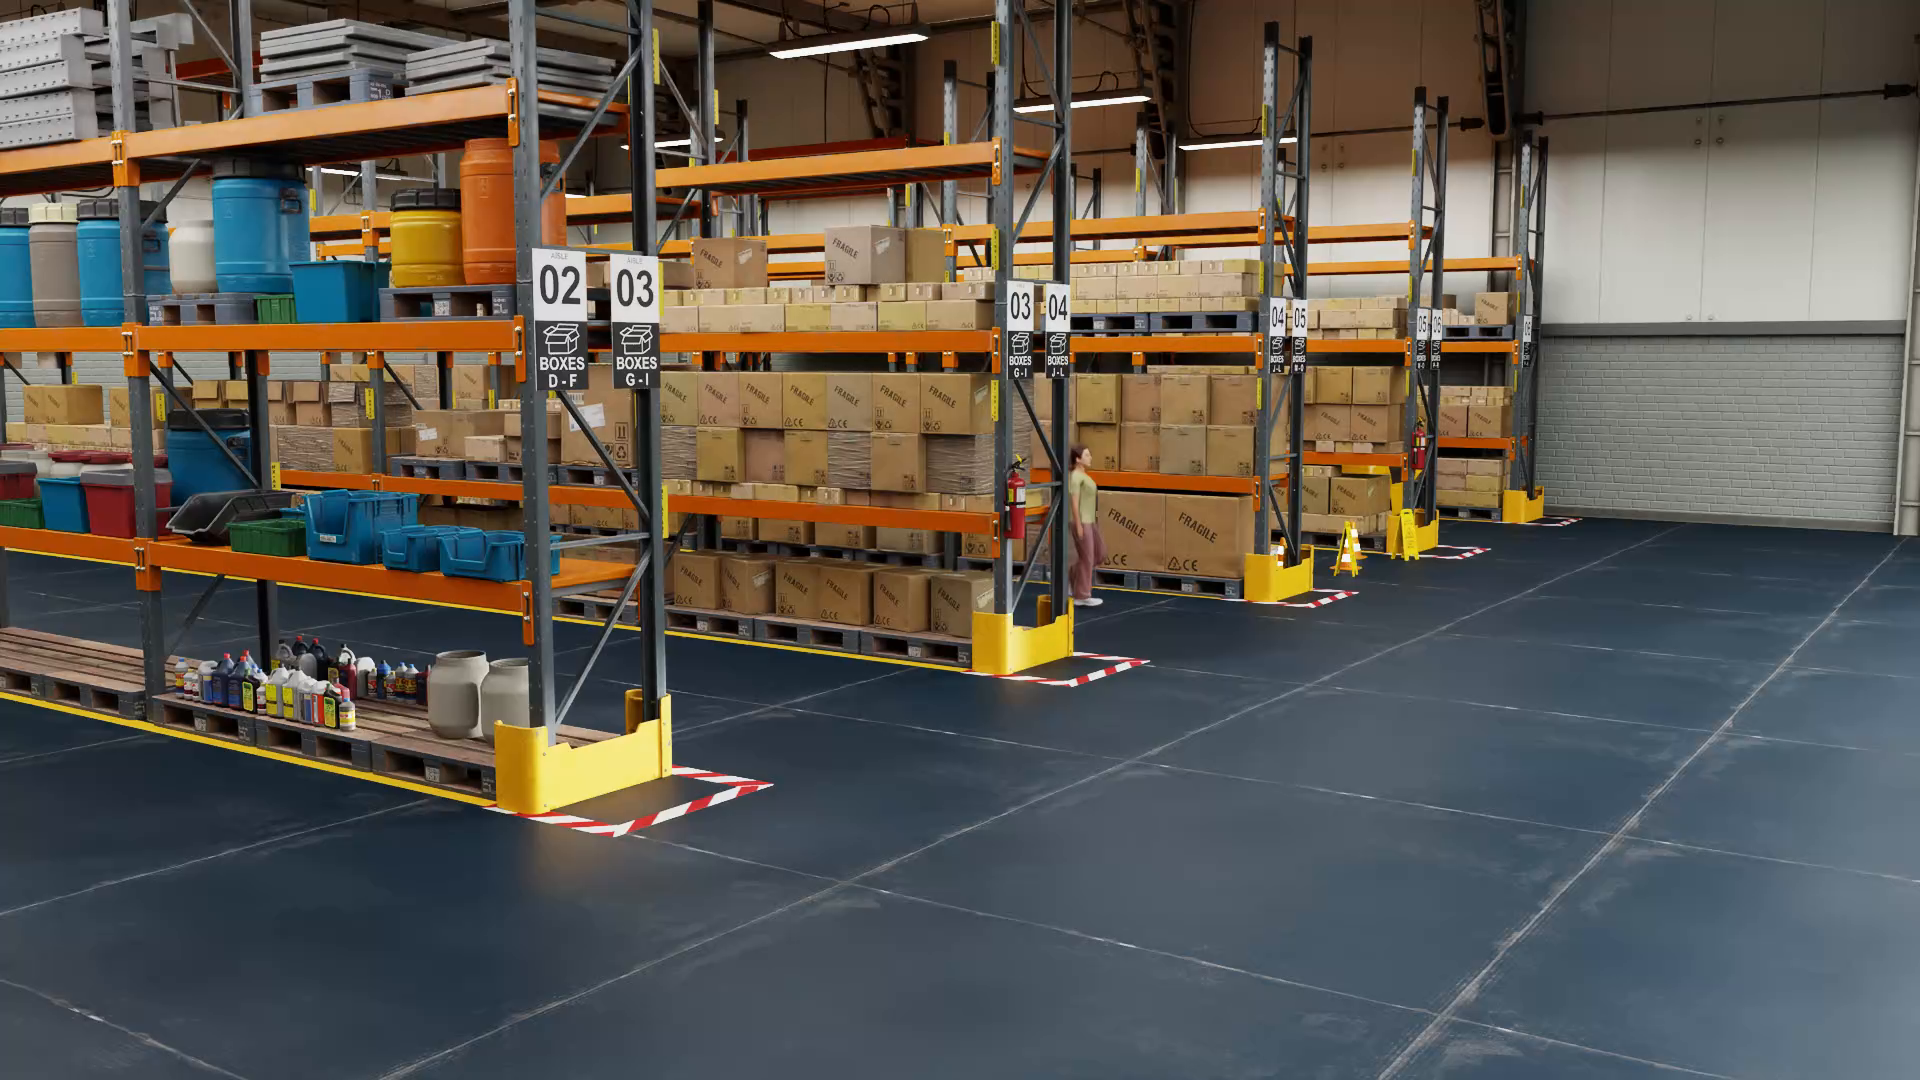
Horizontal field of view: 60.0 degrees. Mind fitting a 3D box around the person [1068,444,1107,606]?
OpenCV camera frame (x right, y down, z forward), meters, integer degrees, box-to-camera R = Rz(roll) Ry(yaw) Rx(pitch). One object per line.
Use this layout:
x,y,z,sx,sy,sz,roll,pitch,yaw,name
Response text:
1.251,-0.158,17.138,0.496,1.663,0.465,2,7,14,person
